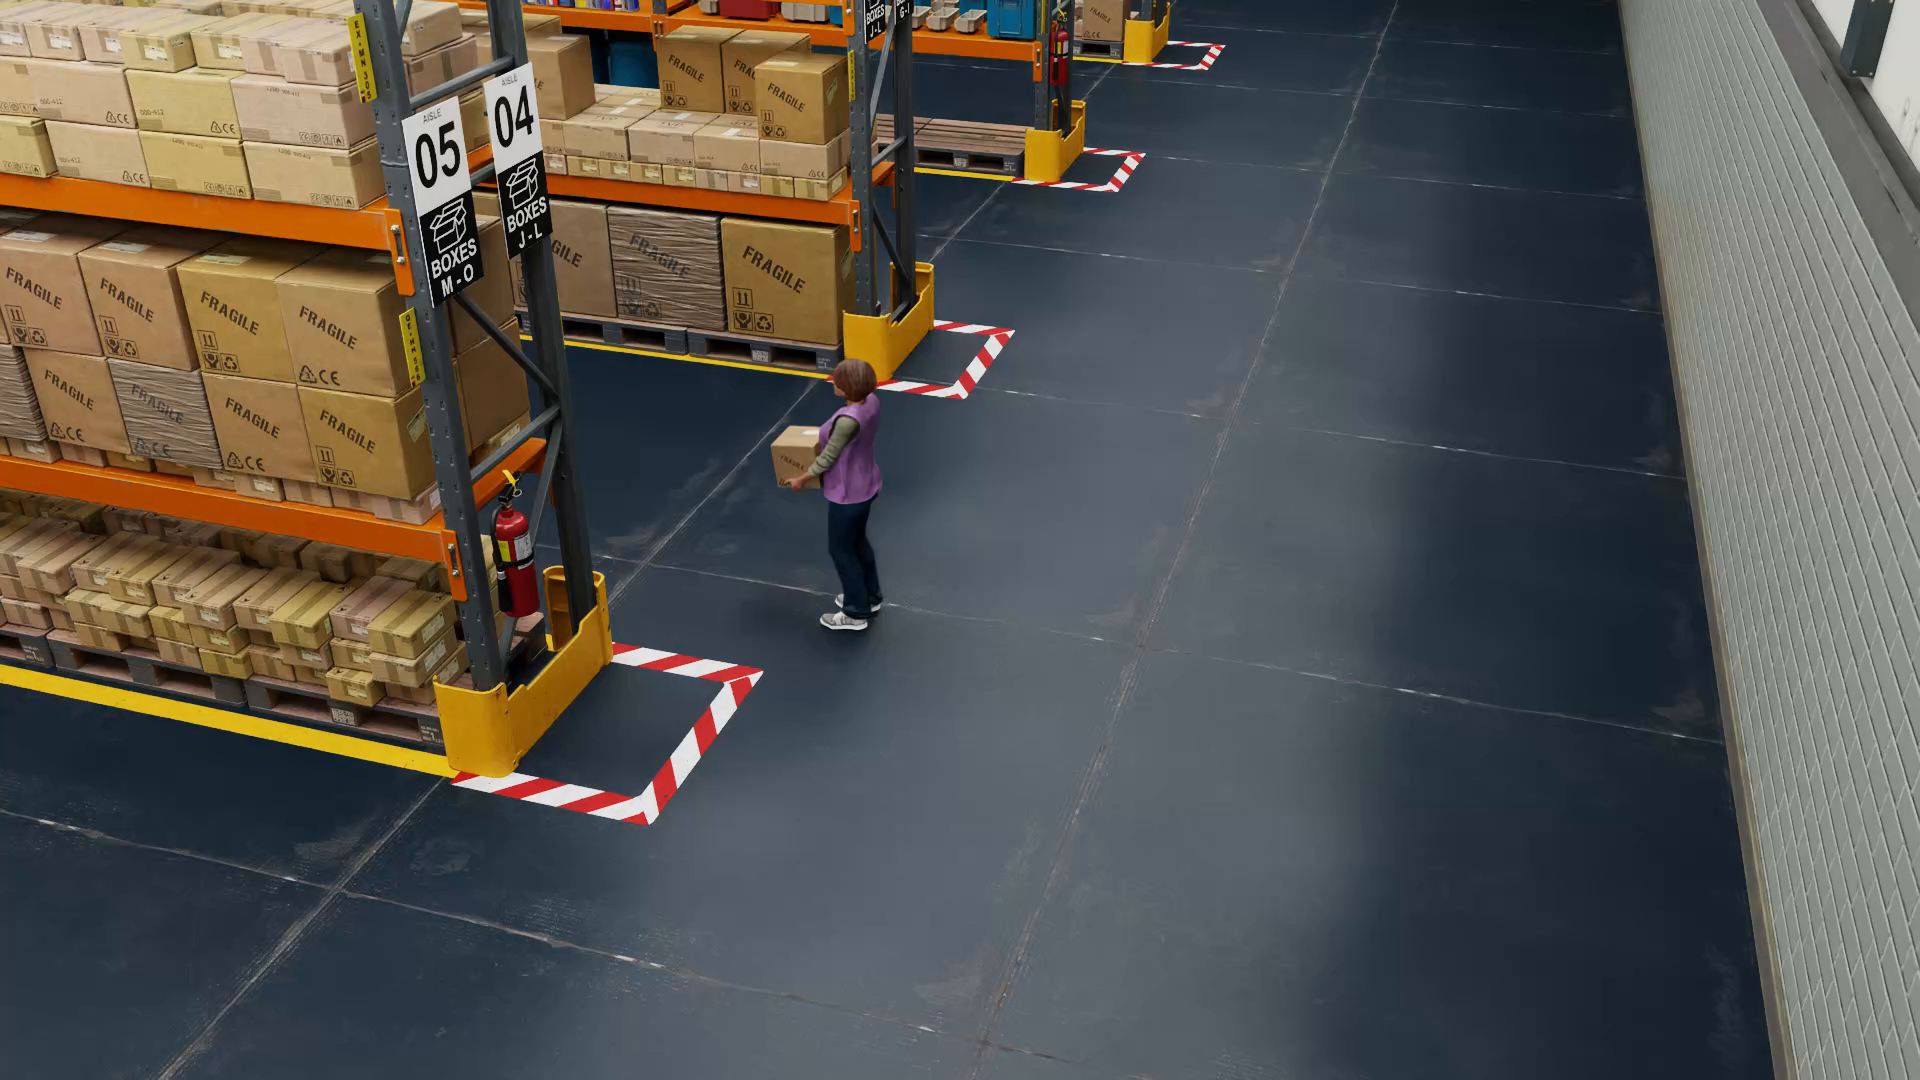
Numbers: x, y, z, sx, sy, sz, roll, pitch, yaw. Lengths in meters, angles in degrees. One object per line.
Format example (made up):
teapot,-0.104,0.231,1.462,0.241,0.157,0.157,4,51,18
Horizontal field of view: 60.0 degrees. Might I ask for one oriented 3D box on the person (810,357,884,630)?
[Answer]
person,-0.591,-0.248,8.943,0.347,1.591,0.483,7,30,12
